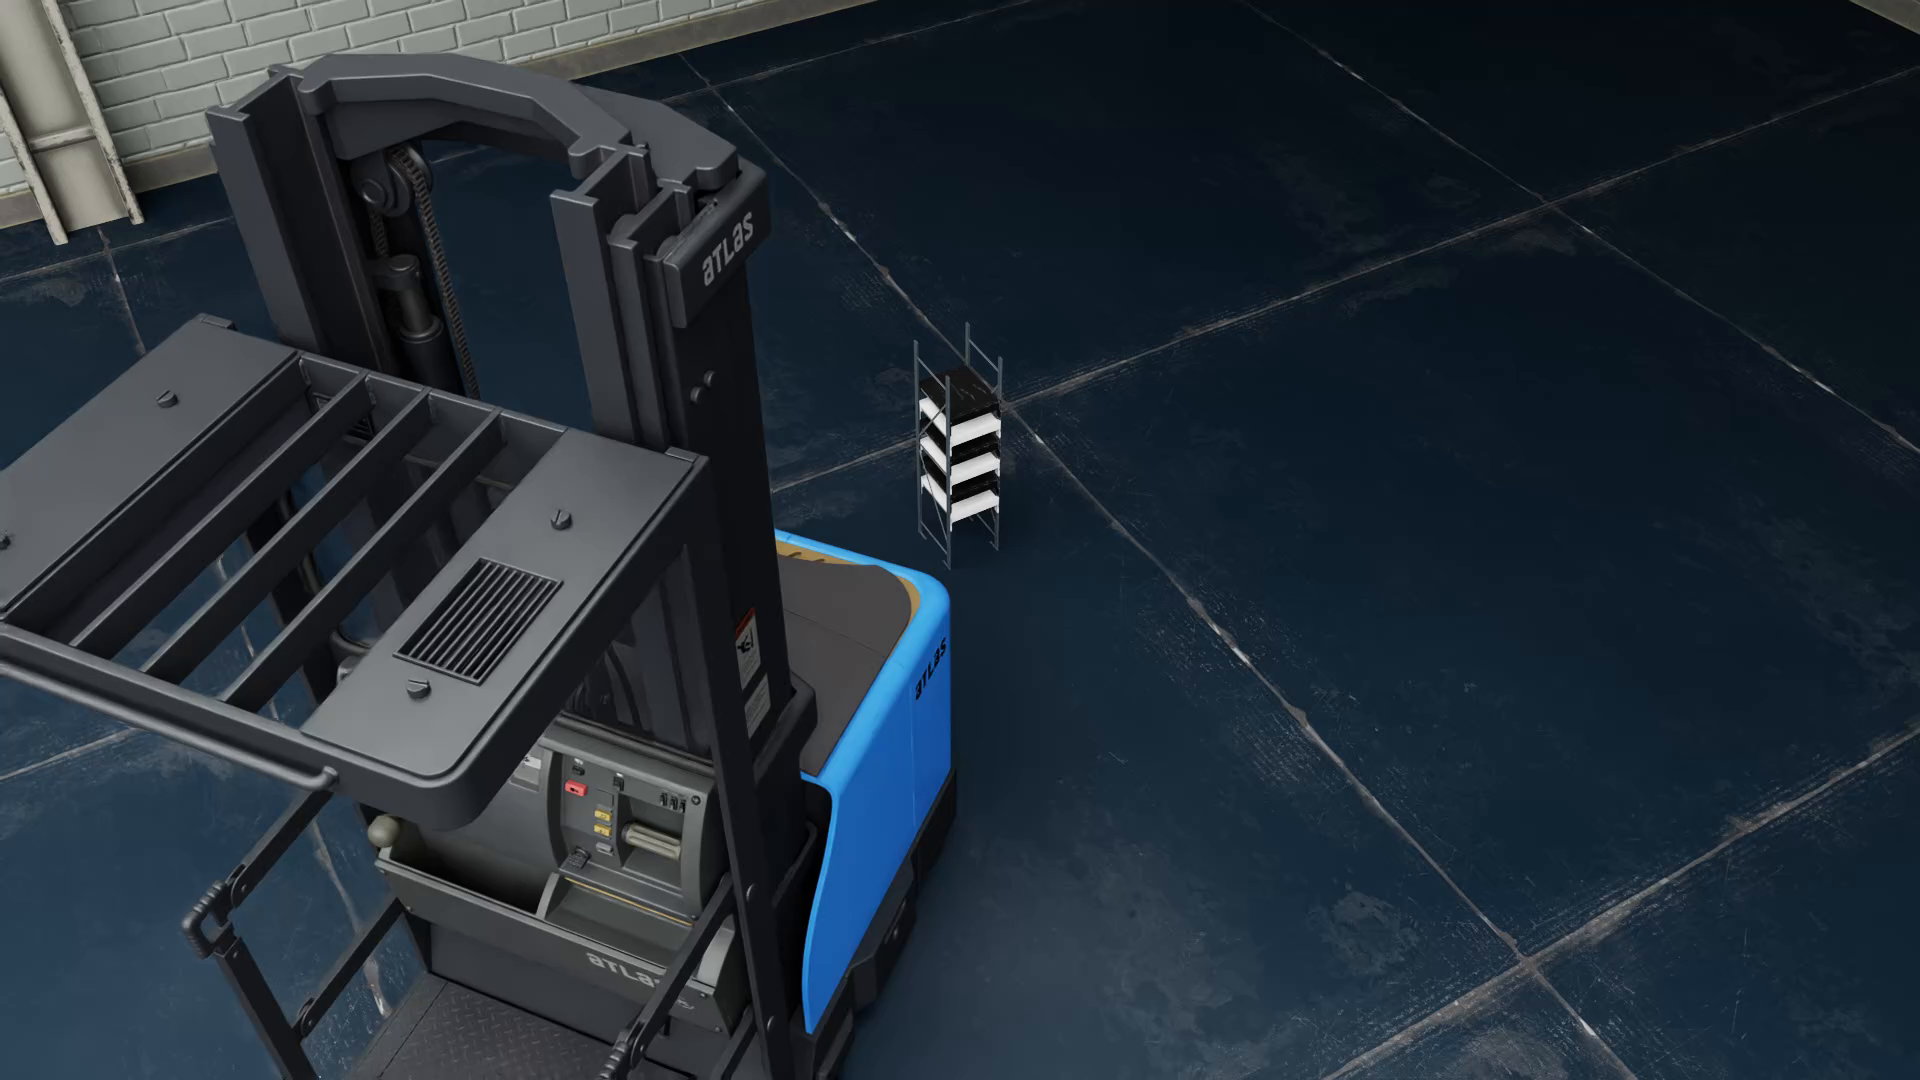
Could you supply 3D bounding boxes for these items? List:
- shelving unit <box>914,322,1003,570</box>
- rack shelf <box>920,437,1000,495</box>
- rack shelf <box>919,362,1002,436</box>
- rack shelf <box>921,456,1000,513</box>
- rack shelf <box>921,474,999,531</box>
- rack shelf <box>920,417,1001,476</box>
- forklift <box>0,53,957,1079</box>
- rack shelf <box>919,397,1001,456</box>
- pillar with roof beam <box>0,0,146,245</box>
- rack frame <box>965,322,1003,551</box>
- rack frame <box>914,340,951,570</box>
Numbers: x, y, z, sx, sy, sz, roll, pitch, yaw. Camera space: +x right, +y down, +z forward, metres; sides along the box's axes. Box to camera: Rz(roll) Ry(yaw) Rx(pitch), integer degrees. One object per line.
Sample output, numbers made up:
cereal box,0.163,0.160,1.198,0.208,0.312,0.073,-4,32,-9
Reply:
shelving unit,-0.007,-0.320,5.934,0.210,0.900,0.258,-22,48,-21
rack shelf,-0.007,-0.296,5.957,0.200,0.077,0.258,-22,48,-21
rack shelf,-0.007,-0.490,5.769,0.200,0.077,0.258,-22,48,-21
rack shelf,-0.007,-0.232,6.020,0.200,0.077,0.258,-22,48,-21
rack shelf,-0.007,-0.167,6.082,0.200,0.077,0.258,-22,48,-21
rack shelf,-0.007,-0.361,5.894,0.200,0.077,0.258,-22,48,-21
forklift,-1.041,0.649,3.476,1.130,2.935,3.031,16,46,16
rack shelf,-0.007,-0.425,5.832,0.200,0.077,0.258,-22,48,-21
pillar with roof beam,-1.917,-2.144,1.998,0.400,9.000,9.100,-22,48,-21
rack frame,0.081,-0.355,5.970,0.006,0.900,0.240,-22,48,-21
rack frame,-0.095,-0.285,5.897,0.006,0.900,0.240,-22,48,-21
